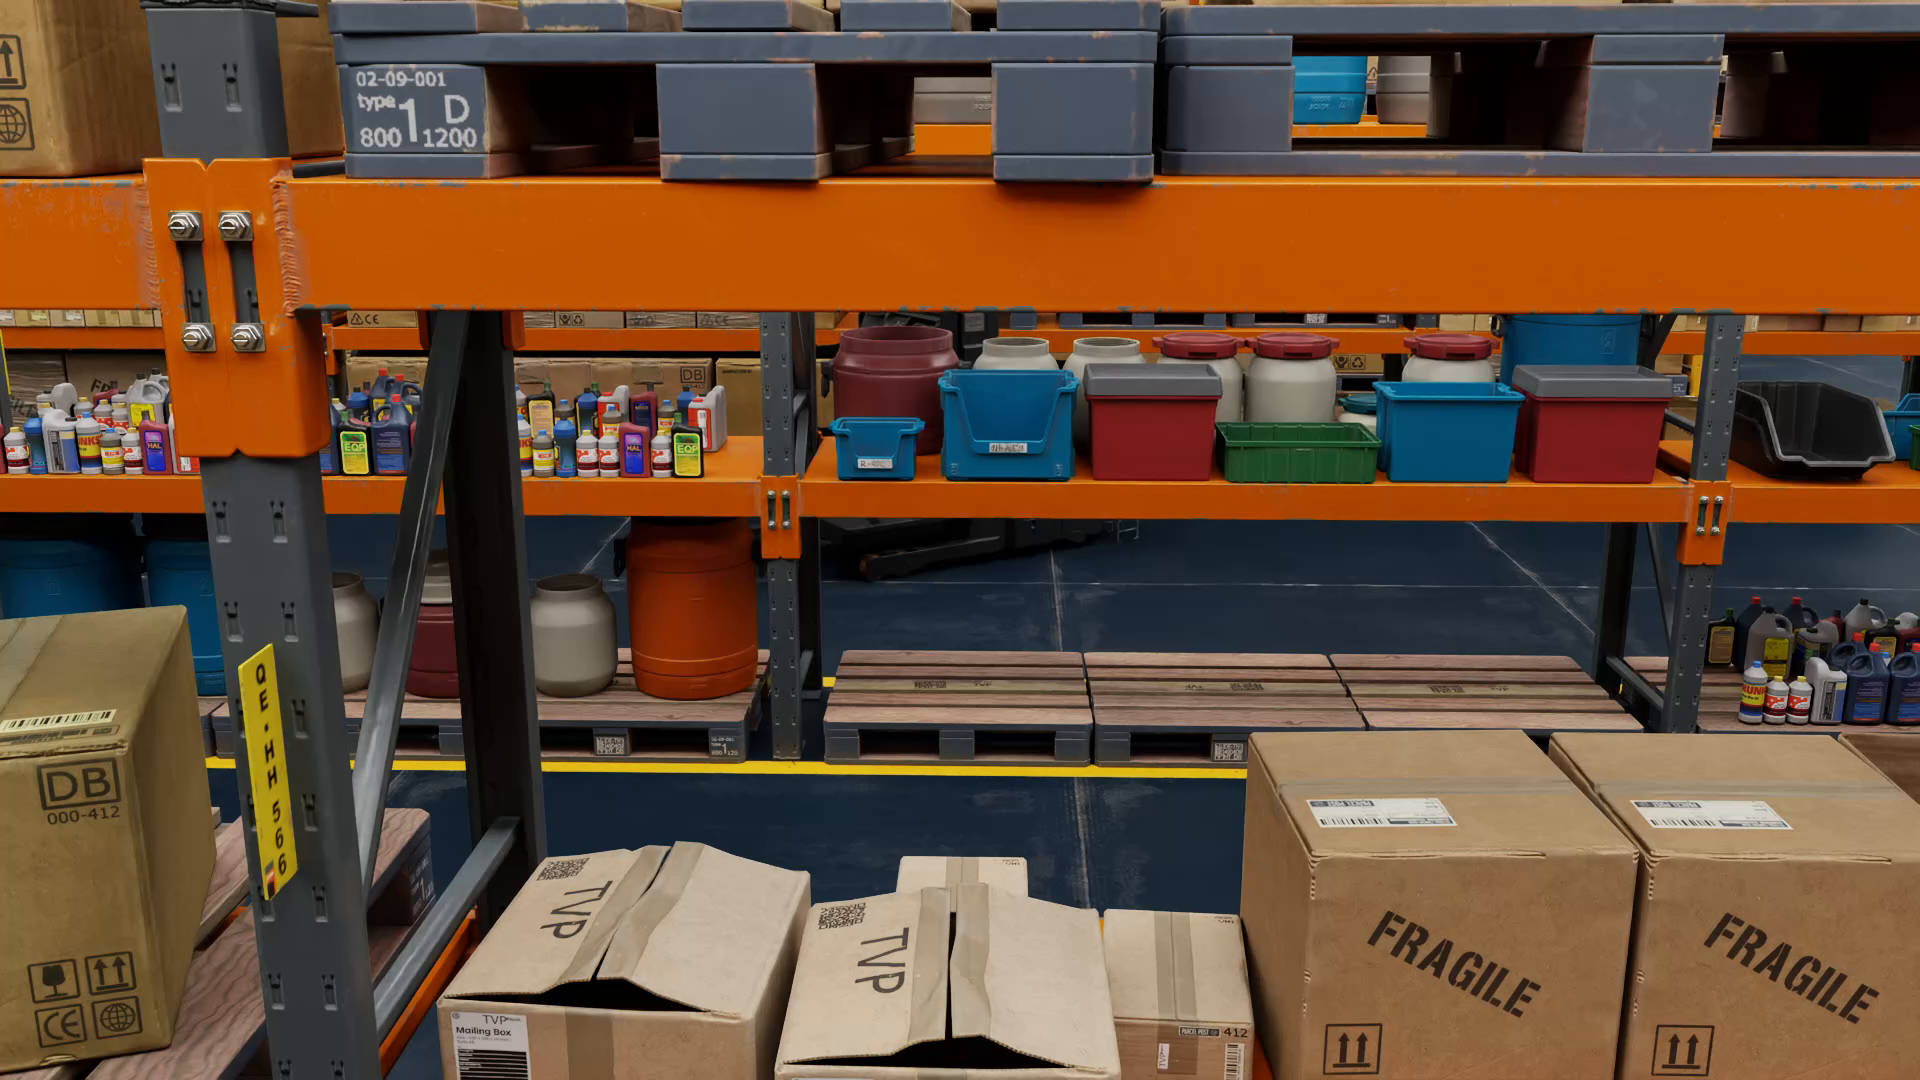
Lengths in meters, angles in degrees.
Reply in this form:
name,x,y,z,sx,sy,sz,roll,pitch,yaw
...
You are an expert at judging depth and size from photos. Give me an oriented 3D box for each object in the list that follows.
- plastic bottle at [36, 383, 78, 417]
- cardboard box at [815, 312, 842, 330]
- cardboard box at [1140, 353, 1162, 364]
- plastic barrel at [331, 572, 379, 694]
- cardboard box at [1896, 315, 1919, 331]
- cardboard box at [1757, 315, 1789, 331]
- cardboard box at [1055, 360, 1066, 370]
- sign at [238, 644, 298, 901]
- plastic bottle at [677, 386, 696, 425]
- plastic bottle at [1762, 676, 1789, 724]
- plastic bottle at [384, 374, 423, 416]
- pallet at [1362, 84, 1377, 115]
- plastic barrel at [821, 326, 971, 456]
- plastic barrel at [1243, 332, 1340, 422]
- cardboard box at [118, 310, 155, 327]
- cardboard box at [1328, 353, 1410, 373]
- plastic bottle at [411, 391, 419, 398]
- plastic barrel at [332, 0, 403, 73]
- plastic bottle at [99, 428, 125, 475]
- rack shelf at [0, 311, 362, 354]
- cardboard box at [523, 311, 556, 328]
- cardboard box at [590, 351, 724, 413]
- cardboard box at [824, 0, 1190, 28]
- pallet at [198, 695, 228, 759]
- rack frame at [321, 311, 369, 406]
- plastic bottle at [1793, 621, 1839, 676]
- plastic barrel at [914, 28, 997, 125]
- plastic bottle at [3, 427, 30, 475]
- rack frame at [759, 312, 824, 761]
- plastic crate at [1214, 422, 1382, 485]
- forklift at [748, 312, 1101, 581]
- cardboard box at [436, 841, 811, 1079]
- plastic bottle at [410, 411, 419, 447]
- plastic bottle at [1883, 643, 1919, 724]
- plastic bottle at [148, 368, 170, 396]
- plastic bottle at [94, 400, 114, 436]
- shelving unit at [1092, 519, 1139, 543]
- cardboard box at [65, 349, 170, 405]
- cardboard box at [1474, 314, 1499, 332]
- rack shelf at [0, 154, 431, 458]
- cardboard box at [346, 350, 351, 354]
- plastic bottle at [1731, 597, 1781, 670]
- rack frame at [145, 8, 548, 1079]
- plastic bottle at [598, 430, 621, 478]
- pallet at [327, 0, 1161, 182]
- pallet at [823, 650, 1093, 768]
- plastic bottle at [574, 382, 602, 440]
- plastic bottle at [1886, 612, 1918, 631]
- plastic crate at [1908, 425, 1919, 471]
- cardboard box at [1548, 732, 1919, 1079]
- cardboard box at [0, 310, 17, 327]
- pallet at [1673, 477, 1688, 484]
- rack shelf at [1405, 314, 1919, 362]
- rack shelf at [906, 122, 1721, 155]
name,x,y,z,sx,sy,sz,roll,pitch,yaw
plastic bottle,-4.370,-0.621,8.057,0.135,0.276,0.152,0,15,1
cardboard box,-1.147,-1.826,12.187,0.500,0.500,0.500,1,15,3
cardboard box,1.992,-2.180,17.309,0.750,0.750,1.050,0,15,1
plastic barrel,-2.959,0.438,7.854,0.421,0.512,0.421,0,15,0
cardboard box,6.810,-1.616,12.076,0.250,0.149,0.380,0,15,1
cardboard box,5.810,-1.618,12.084,0.250,0.149,0.380,0,15,1
cardboard box,0.554,-1.207,12.603,0.500,0.250,0.500,2,15,8
sign,-0.908,0.305,2.189,0.005,0.325,0.100,0,15,1
plastic bottle,-1.313,-0.606,8.008,0.097,0.271,0.097,0,15,0
plastic bottle,3.634,0.706,7.407,0.097,0.201,0.097,0,15,0
plastic bottle,-2.613,-0.608,7.861,0.185,0.351,0.144,0,15,1
pallet,2.737,-3.203,12.088,1.003,0.211,1.213,0,15,1
plastic barrel,-0.302,-0.715,7.903,0.708,0.536,0.600,0,15,1
plastic barrel,1.541,-0.682,7.777,0.433,0.535,0.433,0,15,0
cardboard box,-5.988,-1.668,12.274,0.250,0.149,0.380,1,15,2
cardboard box,4.206,-2.230,17.254,0.875,0.875,0.875,1,15,2
plastic bottle,-2.584,-0.609,8.013,0.135,0.276,0.152,0,15,1
plastic barrel,-2.550,-2.267,7.084,0.433,0.535,0.433,0,15,0
plastic bottle,-3.741,-0.394,7.343,0.097,0.201,0.097,0,15,0
rack shelf,-6.645,-1.529,12.667,4.000,0.370,1.077,0,15,1
cardboard box,-3.189,-1.839,12.236,0.500,0.500,0.500,0,15,0
cardboard box,-2.227,-1.031,12.711,0.875,0.875,1.225,0,15,2
cardboard box,0.076,-0.905,2.482,0.500,0.250,0.500,1,15,3
pallet,-4.002,0.763,8.035,1.213,0.211,1.003,0,15,1
rack frame,-4.646,-1.864,12.526,0.127,3.000,1.000,0,15,1
plastic bottle,4.089,0.525,7.946,0.135,0.276,0.152,0,15,1
plastic barrel,0.042,-2.207,6.963,0.600,0.901,0.600,0,15,0
plastic bottle,-4.167,-0.397,7.354,0.097,0.201,0.097,0,15,0
rack frame,-0.774,-0.575,7.639,0.127,3.000,1.000,0,15,1
plastic crate,1.477,-0.386,7.338,0.662,0.188,0.450,0,15,1
forklift,-0.566,-1.313,10.570,3.031,2.935,1.130,-9,17,-31
cardboard box,-0.541,0.745,2.812,0.500,0.311,0.500,1,15,5
plastic bottle,-2.331,-0.420,7.280,0.133,0.283,0.061,0,15,1
plastic bottle,4.210,0.631,7.397,0.185,0.351,0.144,0,15,-1
plastic bottle,-3.845,-0.655,8.038,0.185,0.351,0.144,0,15,1
plastic bottle,-4.122,-0.575,8.028,0.097,0.201,0.097,0,15,0
shelving unit,1.064,-0.531,11.293,0.215,1.050,0.252,-12,19,-38
cardboard box,-6.203,-1.070,12.859,0.875,0.875,0.875,0,15,1
cardboard box,3.808,-1.608,12.045,0.250,0.149,0.380,0,15,1
rack shelf,-2.903,-0.427,2.610,4.000,0.370,1.077,0,15,1
cardboard box,-6.317,-2.056,17.437,0.250,0.149,0.380,1,15,4
plastic bottle,3.876,0.450,8.085,0.185,0.351,0.144,0,15,0
rack frame,-0.904,0.688,2.852,0.127,3.000,1.000,0,15,1
plastic bottle,-1.534,-0.380,7.289,0.097,0.201,0.097,0,15,0
pallet,-0.223,-0.689,2.563,1.003,0.211,1.213,1,15,4
pallet,0.000,0.788,7.939,1.213,0.211,1.003,0,15,1
plastic bottle,-1.793,-0.619,8.036,0.133,0.283,0.061,0,15,1
plastic bottle,4.553,0.491,8.074,0.135,0.276,0.152,1,15,2
plastic crate,4.575,-0.366,7.261,0.662,0.188,0.450,0,15,1
cardboard box,1.300,0.650,2.800,0.500,0.500,0.500,0,15,2
cardboard box,-7.013,-1.675,12.299,0.250,0.149,0.380,0,15,1
pallet,5.247,-0.461,12.674,1.213,0.211,1.003,0,15,1
rack shelf,5.351,-1.451,12.371,4.000,0.370,1.077,0,15,1
rack shelf,1.226,-1.665,7.299,4.000,0.370,1.077,0,15,1
